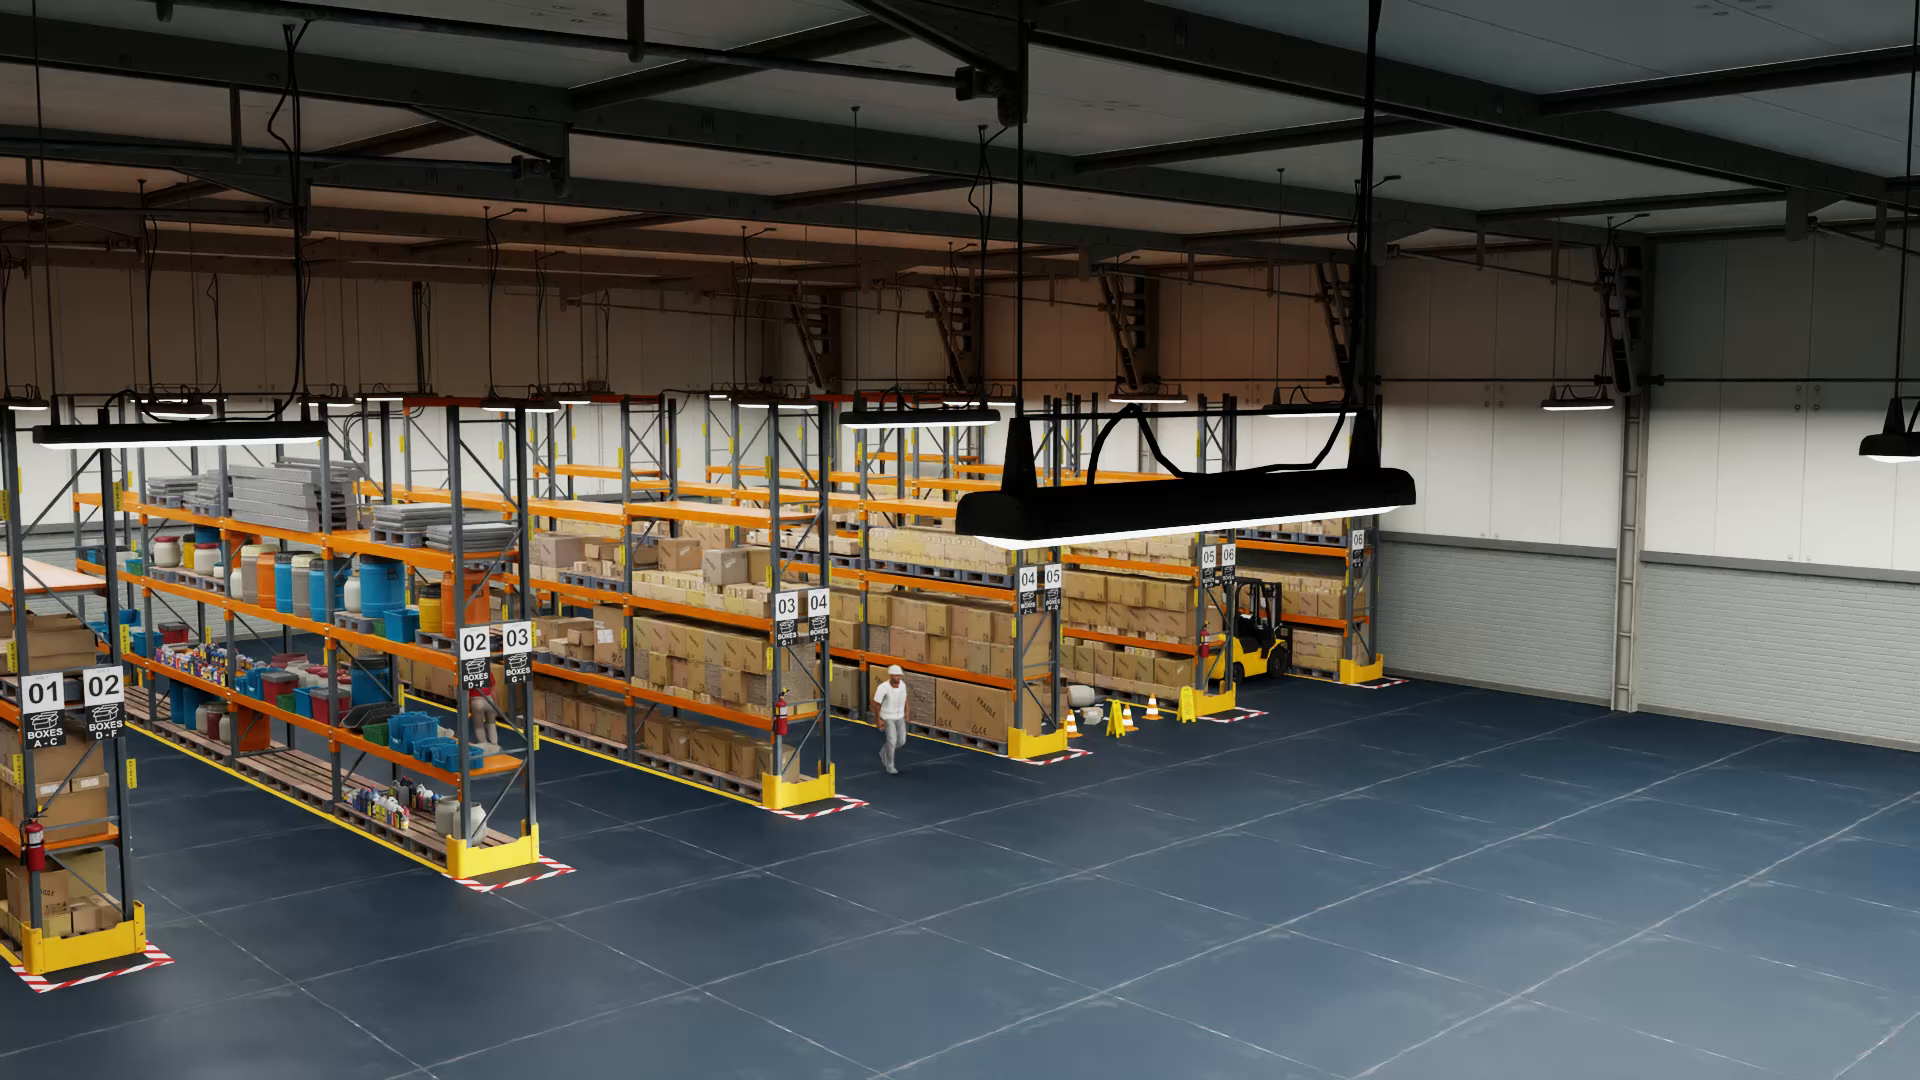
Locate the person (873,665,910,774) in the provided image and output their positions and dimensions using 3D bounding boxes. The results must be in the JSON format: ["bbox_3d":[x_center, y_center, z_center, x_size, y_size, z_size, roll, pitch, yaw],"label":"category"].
[{"bbox_3d":[-1.139,2.874,26.903,0.672,1.742,0.619,-5,7,-41],"label":"person"}]

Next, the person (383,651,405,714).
[{"bbox_3d":[-10.003,2.681,29.275,0.961,1.614,0.425,4,7,35],"label":"person"}]

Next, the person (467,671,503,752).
[{"bbox_3d":[-7.973,2.786,27.776,0.597,1.715,0.494,-4,7,-33],"label":"person"}]
